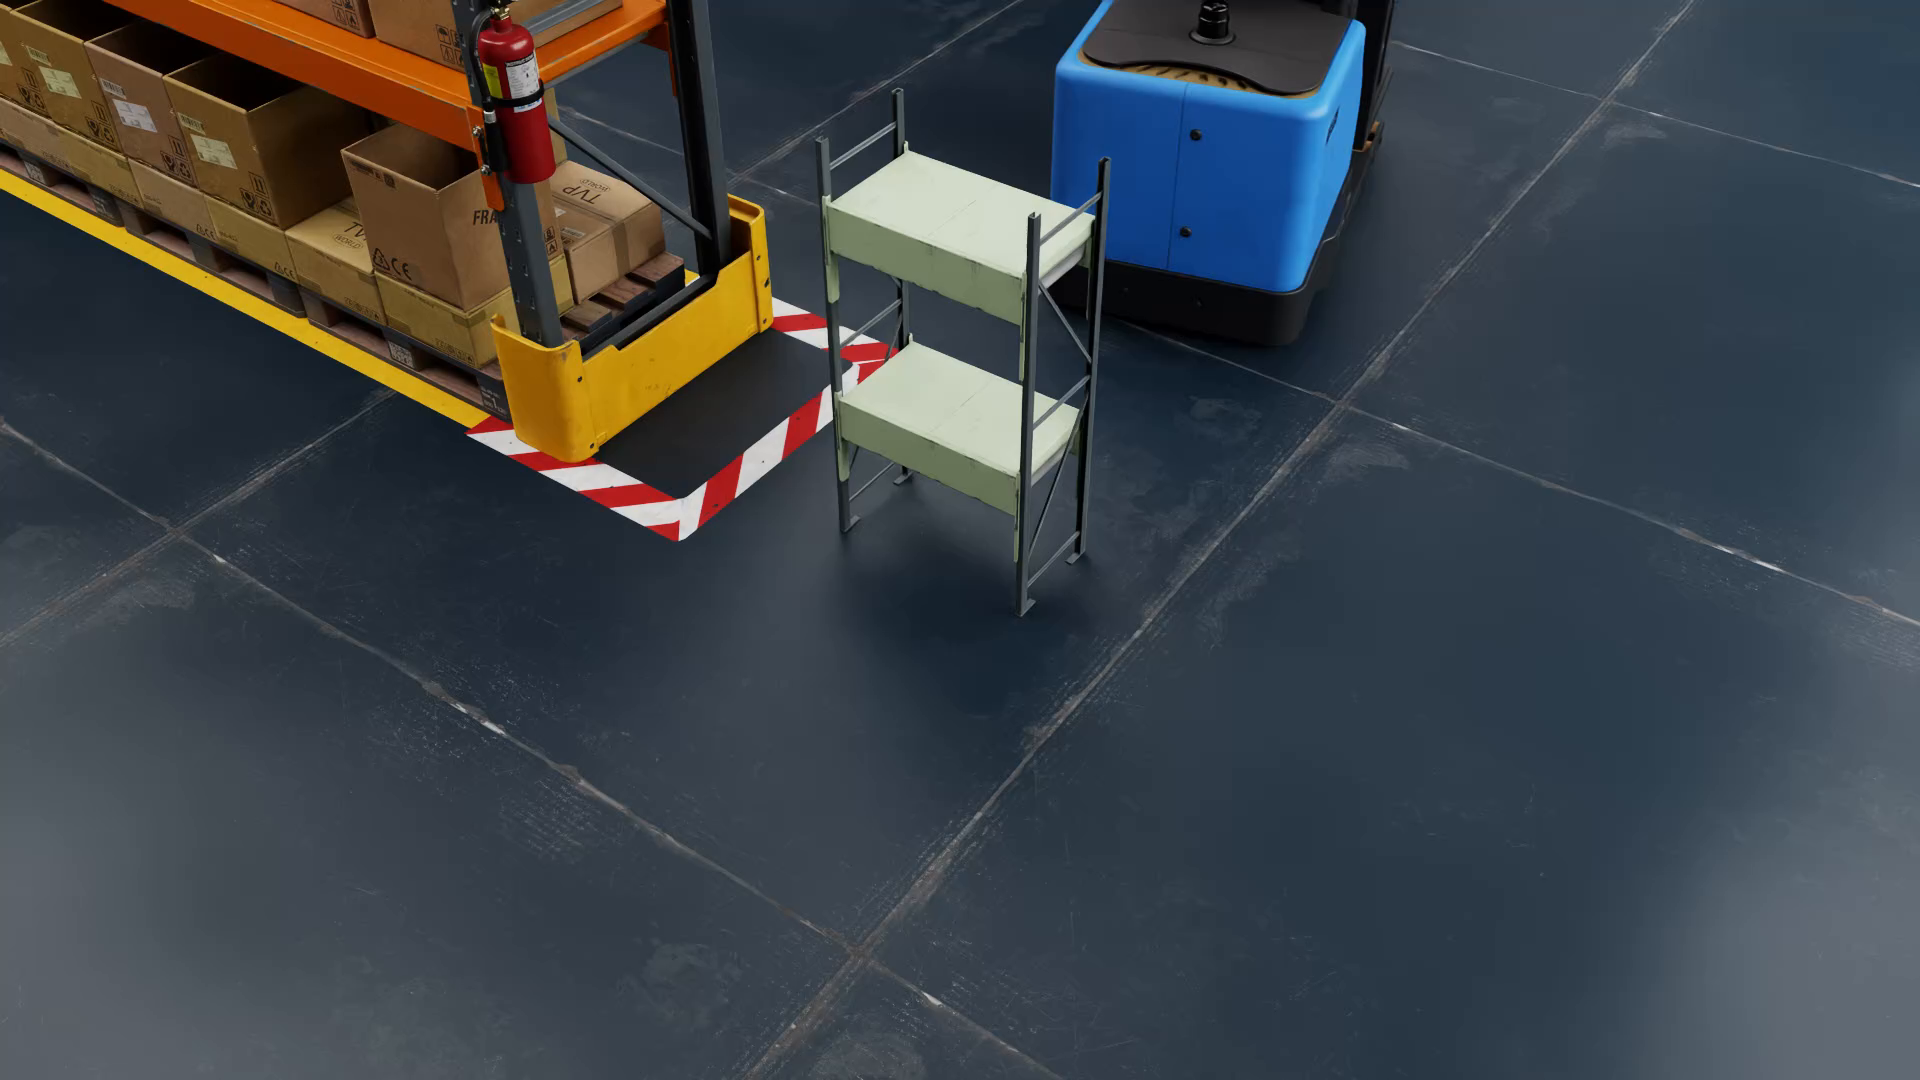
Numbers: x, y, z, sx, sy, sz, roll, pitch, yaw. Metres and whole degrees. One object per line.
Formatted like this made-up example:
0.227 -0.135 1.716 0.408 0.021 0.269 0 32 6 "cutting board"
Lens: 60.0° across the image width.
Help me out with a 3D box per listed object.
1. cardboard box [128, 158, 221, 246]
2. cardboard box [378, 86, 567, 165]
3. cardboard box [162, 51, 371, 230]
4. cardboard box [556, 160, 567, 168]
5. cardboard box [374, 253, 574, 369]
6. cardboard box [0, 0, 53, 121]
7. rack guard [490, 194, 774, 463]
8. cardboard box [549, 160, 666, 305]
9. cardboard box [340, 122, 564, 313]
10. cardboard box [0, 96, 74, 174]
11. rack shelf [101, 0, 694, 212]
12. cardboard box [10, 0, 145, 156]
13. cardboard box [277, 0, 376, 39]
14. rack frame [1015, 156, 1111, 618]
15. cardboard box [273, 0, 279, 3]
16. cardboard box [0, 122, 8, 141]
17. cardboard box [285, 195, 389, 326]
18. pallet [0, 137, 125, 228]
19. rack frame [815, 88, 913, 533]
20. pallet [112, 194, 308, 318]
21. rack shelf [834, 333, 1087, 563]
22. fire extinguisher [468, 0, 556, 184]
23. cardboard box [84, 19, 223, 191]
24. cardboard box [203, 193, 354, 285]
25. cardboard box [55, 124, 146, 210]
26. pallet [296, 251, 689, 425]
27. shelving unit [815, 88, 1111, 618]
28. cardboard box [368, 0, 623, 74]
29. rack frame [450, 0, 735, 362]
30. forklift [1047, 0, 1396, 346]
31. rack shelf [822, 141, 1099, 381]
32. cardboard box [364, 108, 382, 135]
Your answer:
-3.070 -1.517 6.943 0.500 0.250 0.500 25 48 25 "cardboard box"
-1.948 -1.702 6.588 0.500 0.500 0.500 25 48 25 "cardboard box"
-2.663 -1.603 6.476 0.500 0.500 0.500 25 48 25 "cardboard box"
-1.949 -1.422 6.836 0.500 0.250 0.500 25 48 25 "cardboard box"
-1.835 -0.950 6.309 0.500 0.250 0.500 25 48 25 "cardboard box"
-3.887 -2.181 7.123 0.500 0.500 0.500 25 48 25 "cardboard box"
-1.206 -0.833 6.306 0.348 0.500 1.175 25 48 25 "rack guard"
-1.537 -1.232 6.625 0.500 0.250 0.500 25 48 25 "cardboard box"
-1.836 -1.228 6.057 0.500 0.500 0.500 25 48 25 "cardboard box"
-3.889 -1.900 7.371 0.500 0.250 0.500 25 48 25 "cardboard box"
-2.863 -2.271 6.578 4.000 0.370 1.077 25 48 25 "rack shelf"
-3.482 -1.985 6.904 0.500 0.500 0.500 25 48 25 "cardboard box"
-2.034 -2.195 5.879 0.500 0.500 0.700 26 48 26 "cardboard box"
0.305 -0.416 5.090 0.023 1.500 0.400 25 48 25 "rack frame"
-2.437 -2.388 6.095 0.500 0.500 0.700 25 48 26 "cardboard box"
-4.295 -2.094 7.588 0.500 0.250 0.500 25 48 25 "cardboard box"
-2.251 -1.134 6.515 0.500 0.250 0.500 25 48 25 "cardboard box"
-3.874 -1.939 7.758 1.213 0.211 1.003 25 48 25 "pallet"
-0.294 -0.697 5.404 0.023 1.500 0.400 25 48 25 "rack frame"
-2.871 -1.472 7.237 1.213 0.211 1.003 25 48 25 "pallet"
0.005 -0.313 5.464 0.720 0.370 0.431 25 48 25 "rack shelf"
-1.396 -1.446 5.175 0.183 0.674 0.296 25 48 25 "fire extinguisher"
-3.072 -1.795 6.691 0.500 0.500 0.500 25 48 25 "cardboard box"
-2.661 -1.325 6.728 0.500 0.250 0.500 25 48 25 "cardboard box"
-3.483 -1.705 7.154 0.500 0.250 0.500 25 48 25 "cardboard box"
-1.876 -1.005 6.714 1.213 0.211 1.003 25 48 25 "pallet"
0.005 -0.556 5.247 0.755 1.500 0.431 25 48 25 "shelving unit"
-1.601 -1.997 5.657 0.500 0.500 0.700 25 48 25 "cardboard box"
-1.226 -1.774 5.483 0.127 3.000 1.000 25 48 25 "rack frame"
1.329 -2.842 6.728 1.130 2.935 3.031 14 44 15 "forklift"
0.005 -0.847 4.987 0.720 0.370 0.431 25 48 25 "rack shelf"
-2.365 -1.887 6.794 0.500 0.500 0.500 25 48 25 "cardboard box"
